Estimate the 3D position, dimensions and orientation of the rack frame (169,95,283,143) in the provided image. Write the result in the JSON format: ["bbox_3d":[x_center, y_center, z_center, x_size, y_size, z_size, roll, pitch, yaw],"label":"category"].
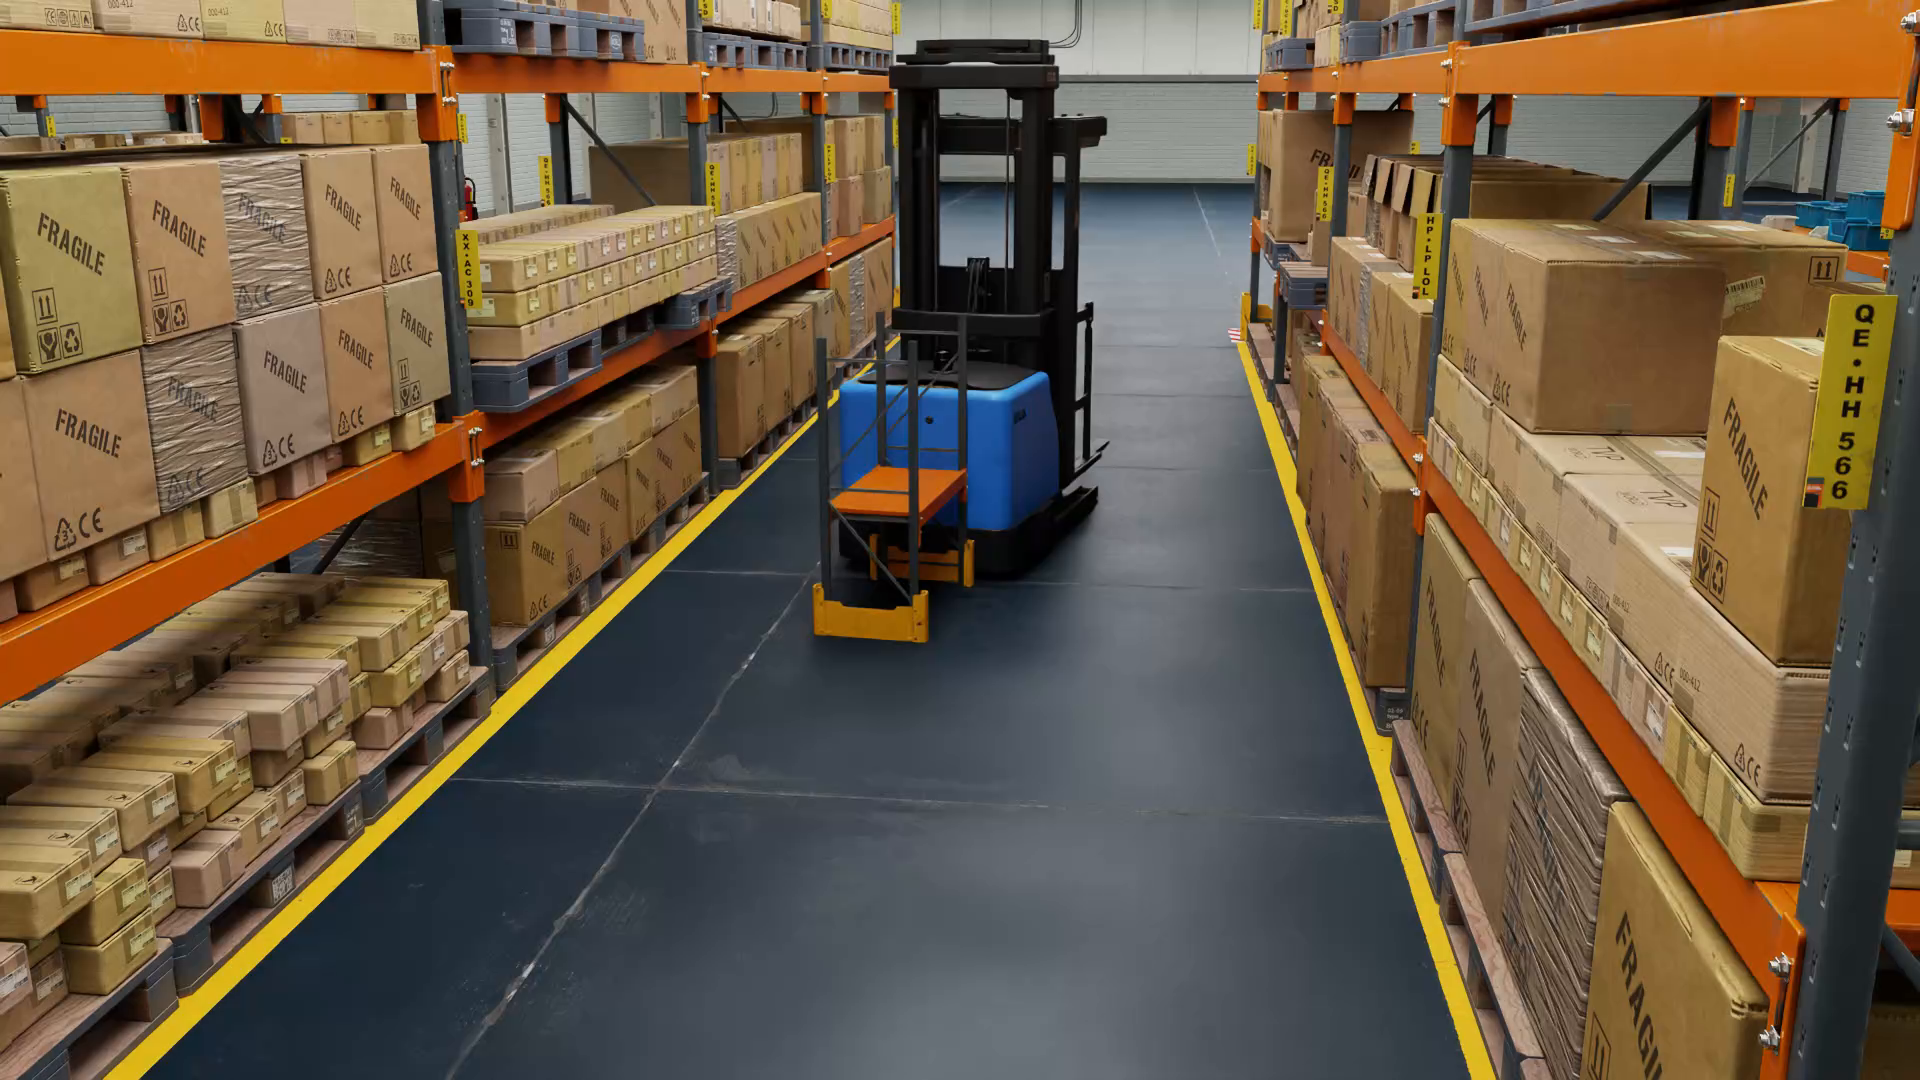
[{"bbox_3d":[-6.613,-2.916,15.201,1.000,3.000,0.127,2,15,6],"label":"rack frame"}]

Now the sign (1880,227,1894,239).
[{"bbox_3d":[7.609,-2.631,13.616,0.100,0.325,0.005,2,15,6],"label":"sign"}]

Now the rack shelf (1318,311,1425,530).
[{"bbox_3d":[2.556,-0.721,8.460,1.077,0.370,4.000,2,15,6],"label":"rack shelf"}]

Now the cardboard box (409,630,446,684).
[{"bbox_3d":[-2.324,0.470,6.766,0.380,0.149,0.250,1,15,4],"label":"cardboard box"}]

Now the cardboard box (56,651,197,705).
[{"bbox_3d":[-3.017,0.516,6.023,0.380,0.149,0.250,2,15,7],"label":"cardboard box"}]

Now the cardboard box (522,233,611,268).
[{"bbox_3d":[-1.969,-1.449,8.312,0.380,0.149,0.250,2,15,6],"label":"cardboard box"}]

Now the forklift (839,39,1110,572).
[{"bbox_3d":[0.265,-1.576,10.377,1.130,2.935,3.031,5,16,18],"label":"forklift"}]

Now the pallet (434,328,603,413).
[{"bbox_3d":[-2.356,-0.823,7.828,1.003,0.211,1.213,2,15,6],"label":"pallet"}]

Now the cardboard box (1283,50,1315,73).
[{"bbox_3d":[3.025,-4.126,14.215,0.500,0.250,0.500,2,15,8],"label":"cardboard box"}]

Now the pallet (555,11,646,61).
[{"bbox_3d":[-2.297,-2.505,8.294,1.213,0.211,1.003,2,15,6],"label":"pallet"}]

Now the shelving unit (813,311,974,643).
[{"bbox_3d":[-0.330,-0.364,8.634,0.587,1.500,1.083,4,16,13],"label":"shelving unit"}]

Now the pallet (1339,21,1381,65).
[{"bbox_3d":[2.762,-2.775,9.294,1.213,0.211,1.003,2,15,9],"label":"pallet"}]

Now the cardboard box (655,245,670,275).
[{"bbox_3d":[-1.853,-1.576,9.350,0.380,0.149,0.250,2,15,6],"label":"cardboard box"}]

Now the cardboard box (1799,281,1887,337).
[{"bbox_3d":[2.310,-0.326,3.902,0.500,0.500,0.500,1,15,5],"label":"cardboard box"}]

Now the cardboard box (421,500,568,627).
[{"bbox_3d":[-2.239,0.098,8.037,0.500,0.500,0.500,2,15,8],"label":"cardboard box"}]

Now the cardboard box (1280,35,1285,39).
[{"bbox_3d":[3.052,-4.492,14.805,0.380,0.149,0.250,1,15,5],"label":"cardboard box"}]

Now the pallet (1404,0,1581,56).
[{"bbox_3d":[2.385,-2.144,6.966,0.805,0.209,1.217,1,15,4],"label":"pallet"}]

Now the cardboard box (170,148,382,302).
[{"bbox_3d":[-2.424,-1.132,5.926,0.500,0.500,0.500,1,15,4],"label":"cardboard box"}]

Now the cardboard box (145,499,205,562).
[{"bbox_3d":[-2.550,-0.044,5.058,0.380,0.149,0.250,2,15,8],"label":"cardboard box"}]

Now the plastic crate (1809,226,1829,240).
[{"bbox_3d":[8.086,-2.780,15.201,0.530,0.136,0.437,2,15,6],"label":"plastic crate"}]

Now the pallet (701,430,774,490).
[{"bbox_3d":[-1.971,-0.615,12.034,1.003,0.211,1.213,2,15,6],"label":"pallet"}]

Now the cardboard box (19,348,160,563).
[{"bbox_3d":[-2.610,-0.251,4.582,0.500,0.500,0.500,2,15,7],"label":"cardboard box"}]

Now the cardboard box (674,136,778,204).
[{"bbox_3d":[-1.847,-2.934,13.160,0.700,0.500,0.500,2,15,7],"label":"cardboard box"}]

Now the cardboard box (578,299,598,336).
[{"bbox_3d":[-1.998,-1.094,8.138,0.380,0.149,0.250,2,15,7],"label":"cardboard box"}]

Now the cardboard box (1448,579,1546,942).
[{"bbox_3d":[2.075,0.676,5.183,0.875,0.875,0.875,2,15,6],"label":"cardboard box"}]

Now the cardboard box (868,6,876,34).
[{"bbox_3d":[-1.125,-5.209,16.656,0.500,0.250,0.500,2,15,6],"label":"cardboard box"}]

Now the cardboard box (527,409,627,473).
[{"bbox_3d":[-2.121,-0.534,8.939,0.500,0.250,0.500,2,15,8],"label":"cardboard box"}]

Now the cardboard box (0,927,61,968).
[{"bbox_3d":[-2.697,1.082,4.503,0.380,0.149,0.250,2,15,7],"label":"cardboard box"}]

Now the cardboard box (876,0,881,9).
[{"bbox_3d":[-1.019,-5.501,16.971,0.380,0.149,0.250,2,15,7],"label":"cardboard box"}]

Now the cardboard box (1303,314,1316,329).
[{"bbox_3d":[3.318,-1.723,14.772,0.500,0.500,0.500,1,15,5],"label":"cardboard box"}]

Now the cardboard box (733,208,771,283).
[{"bbox_3d":[-1.704,-2.179,12.282,0.500,0.500,0.500,2,15,6],"label":"cardboard box"}]

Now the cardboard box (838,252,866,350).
[{"bbox_3d":[-1.445,-2.369,16.442,0.875,0.875,0.875,2,15,7],"label":"cardboard box"}]

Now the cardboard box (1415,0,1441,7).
[{"bbox_3d":[2.573,-2.757,7.863,0.797,0.503,0.637,1,15,5],"label":"cardboard box"}]

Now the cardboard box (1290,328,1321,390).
[{"bbox_3d":[3.143,-1.472,13.804,0.700,0.500,0.500,1,15,2],"label":"cardboard box"}]

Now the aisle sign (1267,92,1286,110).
[{"bbox_3d":[3.393,-4.942,17.711,0.394,0.787,0.004,2,15,6],"label":"aisle sign"}]

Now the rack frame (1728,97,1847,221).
[{"bbox_3d":[8.606,-3.516,17.419,1.000,3.000,0.127,2,15,6],"label":"rack frame"}]

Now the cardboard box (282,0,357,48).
[{"bbox_3d":[-2.441,-1.833,5.736,0.500,0.250,0.500,2,15,6],"label":"cardboard box"}]

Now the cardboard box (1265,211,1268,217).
[{"bbox_3d":[3.318,-3.280,17.026,0.380,0.149,0.250,2,15,6],"label":"cardboard box"}]

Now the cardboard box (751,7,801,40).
[{"bbox_3d":[-1.604,-4.235,13.624,0.500,0.250,0.500,2,15,7],"label":"cardboard box"}]

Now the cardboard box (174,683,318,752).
[{"bbox_3d":[-2.442,0.605,5.696,0.380,0.149,0.250,1,15,4],"label":"cardboard box"}]

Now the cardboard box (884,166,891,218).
[{"bbox_3d":[-1.229,-3.809,18.215,0.875,0.550,0.550,2,15,6],"label":"cardboard box"}]

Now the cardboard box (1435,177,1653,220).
[{"bbox_3d":[2.394,-1.248,6.918,0.797,0.503,0.637,1,15,5],"label":"cardboard box"}]

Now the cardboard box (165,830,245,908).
[{"bbox_3d":[-2.505,1.034,5.250,0.380,0.149,0.250,1,15,4],"label":"cardboard box"}]

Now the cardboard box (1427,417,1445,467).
[{"bbox_3d":[1.967,-0.361,6.233,0.380,0.149,0.250,2,15,6],"label":"cardboard box"}]

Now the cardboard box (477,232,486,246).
[{"bbox_3d":[-2.614,-1.469,8.385,0.380,0.149,0.250,1,15,4],"label":"cardboard box"}]

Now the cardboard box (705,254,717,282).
[{"bbox_3d":[-1.734,-1.699,10.377,0.380,0.149,0.250,2,15,7],"label":"cardboard box"}]

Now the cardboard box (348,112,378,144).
[{"bbox_3d":[-6.185,-3.960,16.383,0.700,0.500,0.500,1,15,5],"label":"cardboard box"}]

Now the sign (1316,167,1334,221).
[{"bbox_3d":[2.242,-2.121,10.194,0.100,0.325,0.005,2,15,6],"label":"sign"}]

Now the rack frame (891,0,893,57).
[{"bbox_3d":[-1.232,-6.730,17.812,1.000,3.000,0.127,2,15,6],"label":"rack frame"}]

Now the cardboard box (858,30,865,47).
[{"bbox_3d":[-1.133,-4.853,16.103,0.380,0.149,0.250,2,15,7],"label":"cardboard box"}]

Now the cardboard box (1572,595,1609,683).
[{"bbox_3d":[1.706,0.242,4.001,0.380,0.149,0.250,1,15,5],"label":"cardboard box"}]

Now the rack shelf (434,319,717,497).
[{"bbox_3d":[-2.361,-0.893,9.097,1.077,0.370,4.000,2,15,6],"label":"rack shelf"}]

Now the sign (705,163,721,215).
[{"bbox_3d":[-1.595,-2.266,10.731,0.100,0.325,0.005,2,15,6],"label":"sign"}]
